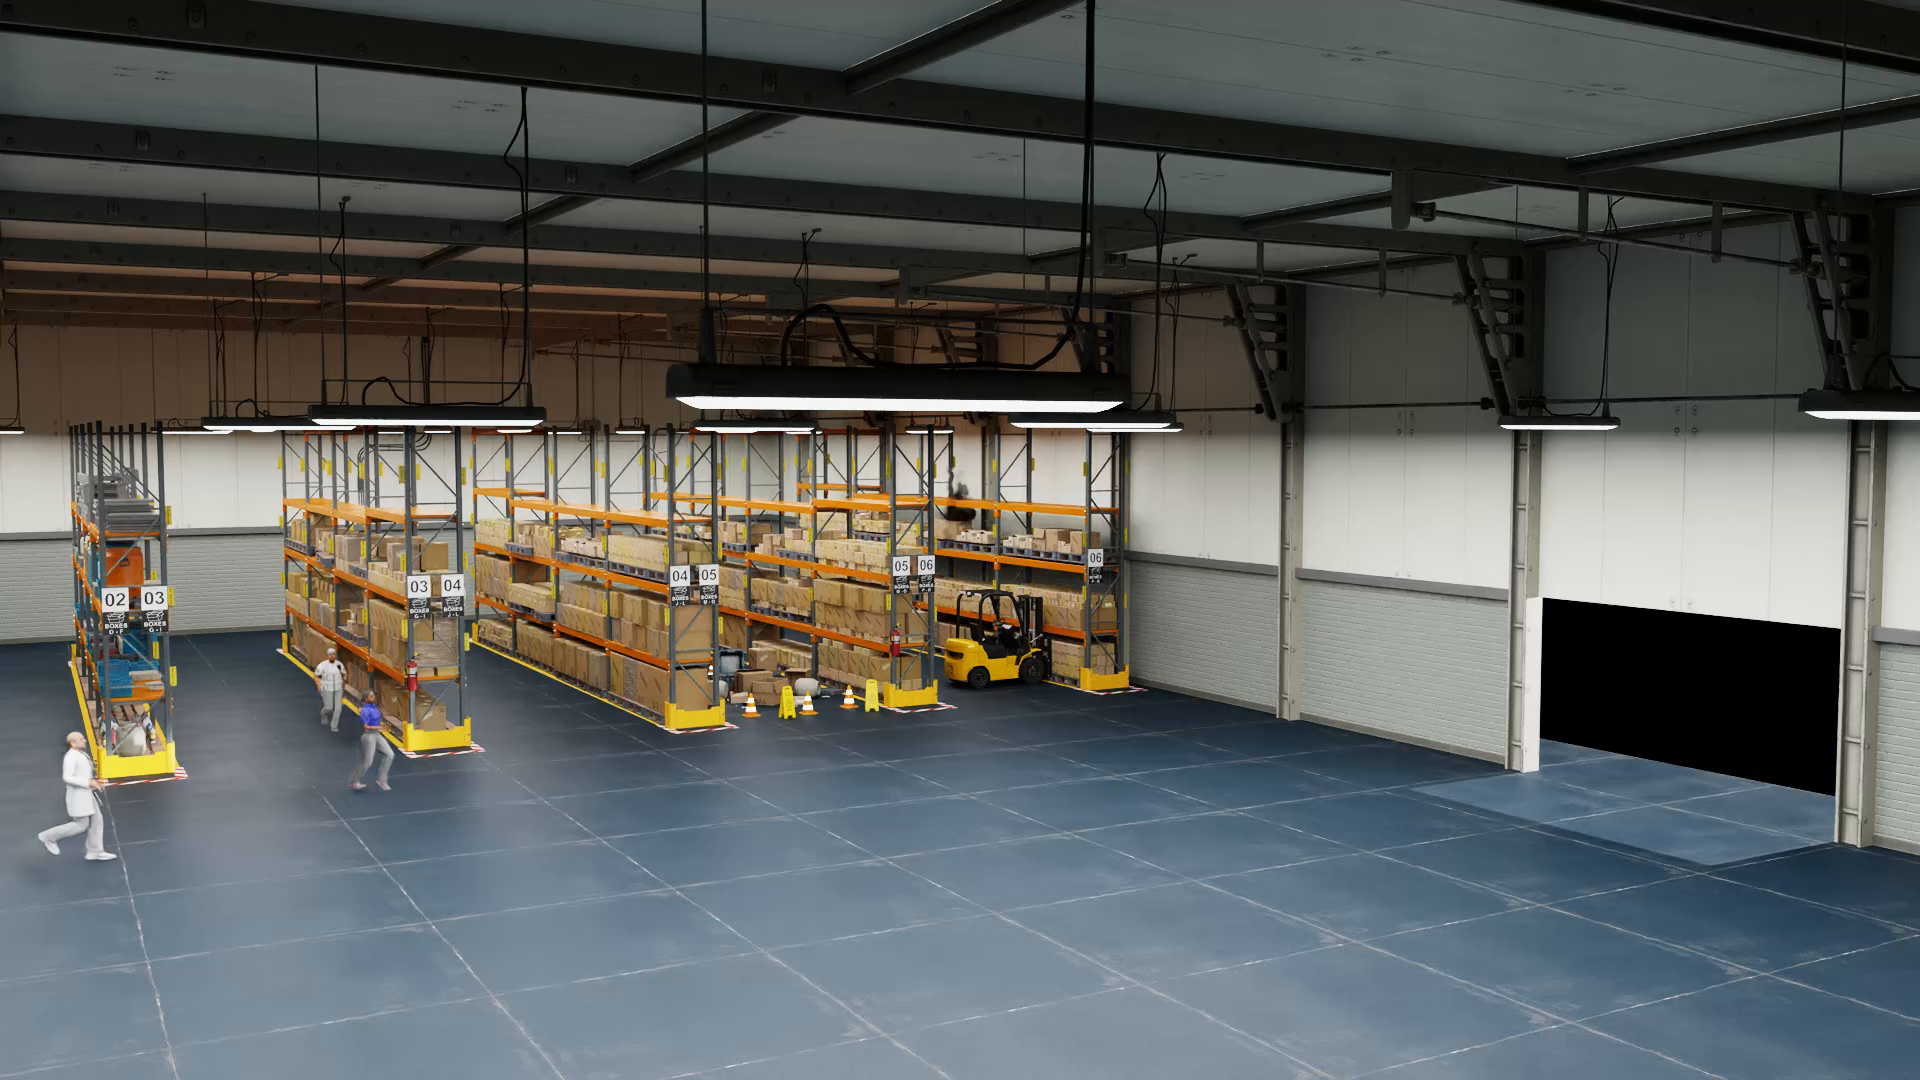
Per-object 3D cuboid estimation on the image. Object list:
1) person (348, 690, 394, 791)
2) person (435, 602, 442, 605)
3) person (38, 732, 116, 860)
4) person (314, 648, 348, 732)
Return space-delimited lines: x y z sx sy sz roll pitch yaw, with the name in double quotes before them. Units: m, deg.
"person" -9.537 3.256 26.941 0.734 1.685 0.581 0 4 5
"person" -13.912 2.091 44.529 0.682 1.782 1.015 -1 4 -23
"person" -11.906 3.468 22.416 0.924 1.752 0.711 -1 4 -14
"person" -12.226 2.916 32.375 0.621 1.617 0.554 -2 4 -35
